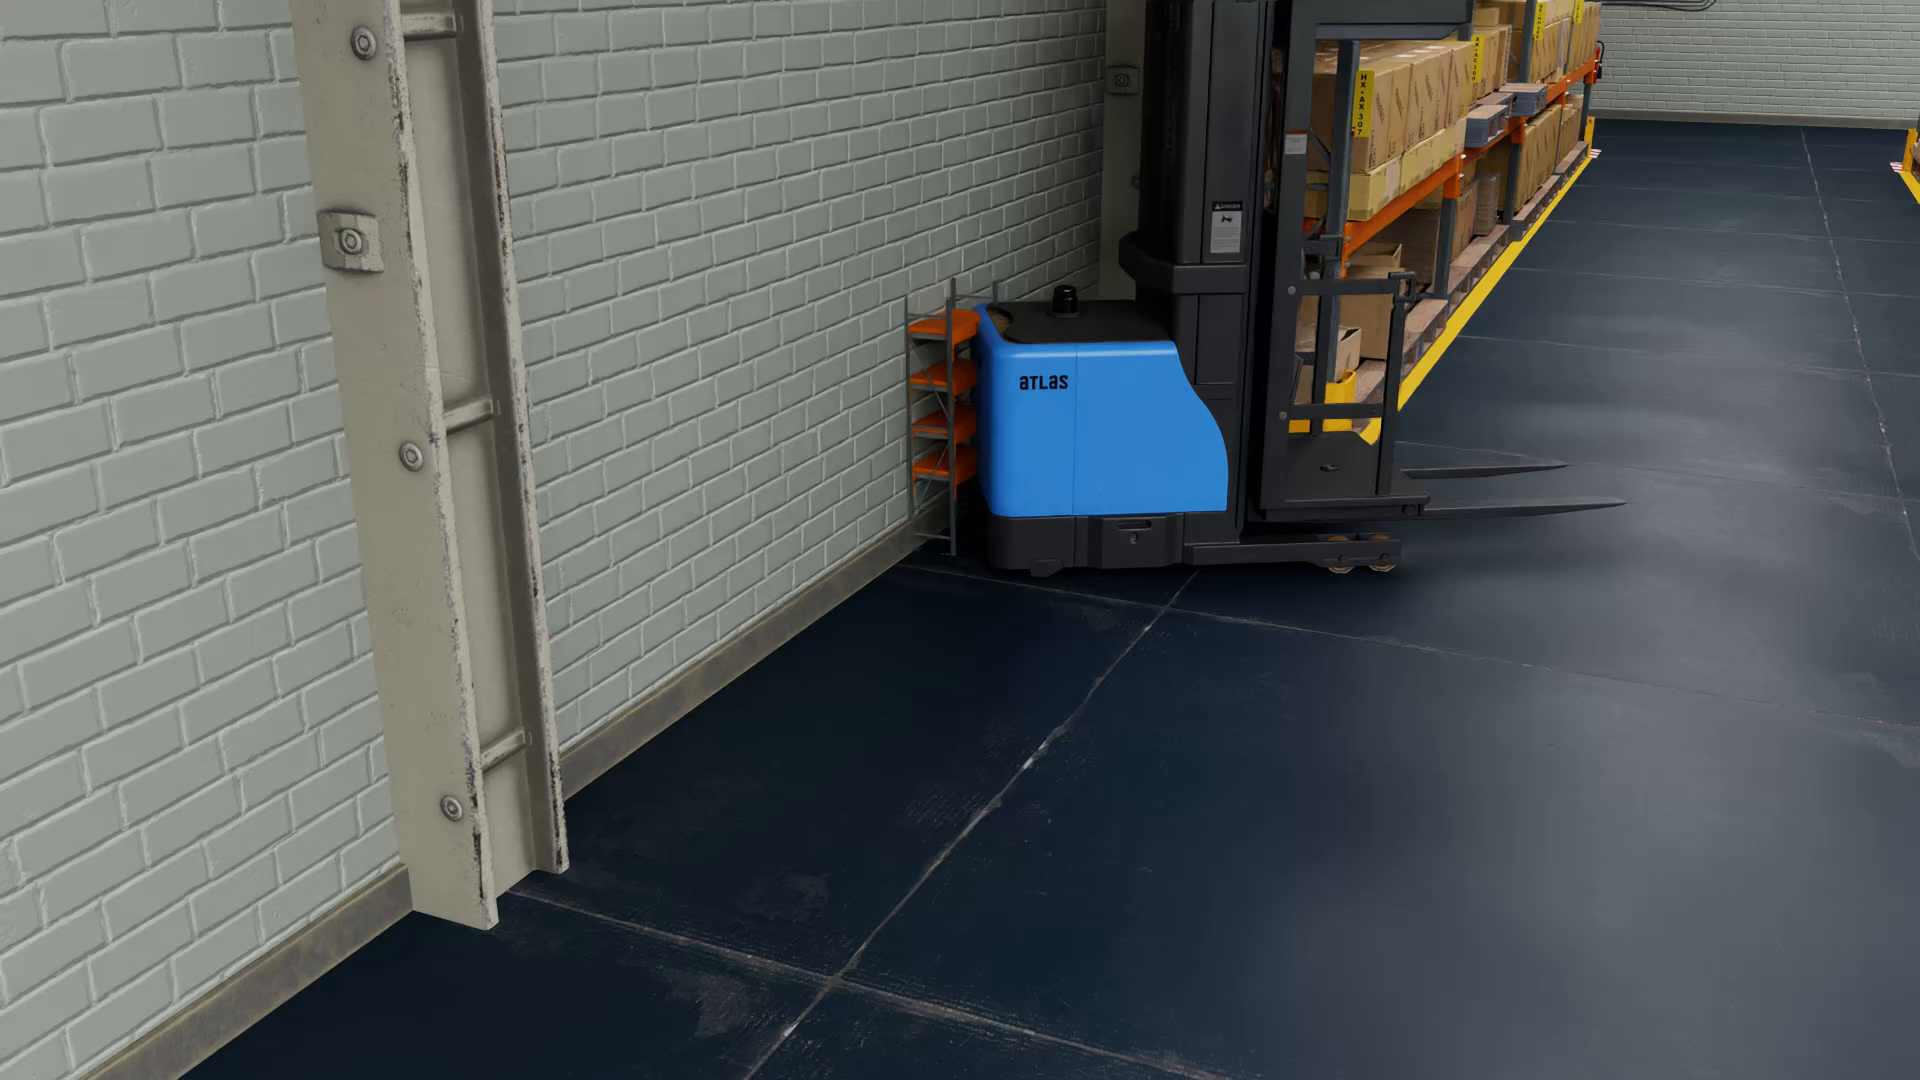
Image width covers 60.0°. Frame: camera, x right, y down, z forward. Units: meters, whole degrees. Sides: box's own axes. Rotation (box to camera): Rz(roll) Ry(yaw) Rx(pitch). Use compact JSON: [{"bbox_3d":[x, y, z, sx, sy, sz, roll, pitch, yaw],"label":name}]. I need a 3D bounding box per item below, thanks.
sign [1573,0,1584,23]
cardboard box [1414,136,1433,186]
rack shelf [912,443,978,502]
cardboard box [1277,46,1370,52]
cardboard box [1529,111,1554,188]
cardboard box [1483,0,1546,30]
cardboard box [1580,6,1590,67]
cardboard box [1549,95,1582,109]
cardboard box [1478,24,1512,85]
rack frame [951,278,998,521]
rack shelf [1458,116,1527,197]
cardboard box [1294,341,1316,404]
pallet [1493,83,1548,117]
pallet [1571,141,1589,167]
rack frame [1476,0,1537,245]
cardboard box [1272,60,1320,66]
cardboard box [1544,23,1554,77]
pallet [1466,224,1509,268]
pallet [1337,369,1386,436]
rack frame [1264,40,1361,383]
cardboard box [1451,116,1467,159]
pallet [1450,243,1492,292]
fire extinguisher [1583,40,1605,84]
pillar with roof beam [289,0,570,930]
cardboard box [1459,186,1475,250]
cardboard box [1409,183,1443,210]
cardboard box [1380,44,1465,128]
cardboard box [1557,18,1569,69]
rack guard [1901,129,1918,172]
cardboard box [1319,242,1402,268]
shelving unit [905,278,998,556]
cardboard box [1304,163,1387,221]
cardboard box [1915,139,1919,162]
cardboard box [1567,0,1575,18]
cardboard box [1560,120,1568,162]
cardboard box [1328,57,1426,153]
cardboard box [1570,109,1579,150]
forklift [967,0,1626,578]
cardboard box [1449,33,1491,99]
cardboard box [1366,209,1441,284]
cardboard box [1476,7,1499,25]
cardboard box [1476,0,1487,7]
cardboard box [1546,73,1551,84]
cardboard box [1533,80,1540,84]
[{"bbox_3d":[6.949,-5.974,18.681,0.100,0.325,0.005,9,21,23],"label":"sign"},{"bbox_3d":[2.648,-2.383,10.388,0.500,0.250,0.500,9,21,23],"label":"cardboard box"},{"bbox_3d":[-0.026,-0.330,7.877,0.258,0.148,0.480,8,21,25],"label":"rack shelf"},{"bbox_3d":[2.366,-2.960,10.889,0.500,0.500,0.500,9,22,24],"label":"cardboard box"},{"bbox_3d":[5.941,-4.234,17.978,0.750,0.750,0.750,9,22,24],"label":"cardboard box"},{"bbox_3d":[5.245,-4.977,15.744,0.500,0.250,0.500,9,22,24],"label":"cardboard box"},{"bbox_3d":[7.280,-6.289,20.727,0.980,0.700,0.700,7,21,20],"label":"cardboard box"},{"bbox_3d":[7.902,-5.716,21.700,0.380,0.149,0.250,9,22,24],"label":"cardboard box"},{"bbox_3d":[4.628,-4.424,15.126,0.700,0.500,0.500,6,20,16],"label":"cardboard box"},{"bbox_3d":[0.077,-0.655,7.997,0.240,1.200,0.015,8,21,25],"label":"rack frame"},{"bbox_3d":[3.993,-3.364,14.026,1.077,0.370,4.000,9,21,23],"label":"rack shelf"},{"bbox_3d":[1.901,-1.009,9.685,0.500,0.311,0.500,6,20,17],"label":"cardboard box"},{"bbox_3d":[4.617,-3.992,15.003,1.213,0.211,1.003,9,21,23],"label":"pallet"},{"bbox_3d":[7.832,-5.191,22.251,1.003,0.211,1.213,9,21,23],"label":"pallet"},{"bbox_3d":[4.812,-4.315,15.624,1.000,3.000,0.127,9,21,23],"label":"rack frame"},{"bbox_3d":[1.750,-2.487,9.560,0.500,0.500,0.500,9,21,23],"label":"cardboard box"},{"bbox_3d":[5.671,-4.935,16.746,0.500,0.500,0.500,8,21,22],"label":"cardboard box"},{"bbox_3d":[4.490,-2.762,15.421,1.003,0.211,1.213,9,21,23],"label":"pallet"},{"bbox_3d":[1.932,-0.822,9.965,1.003,0.211,1.213,9,21,23],"label":"pallet"},{"bbox_3d":[1.536,-1.869,8.748,1.000,3.000,0.127,9,21,23],"label":"rack frame"},{"bbox_3d":[3.256,-2.844,11.684,0.500,0.250,0.500,9,21,23],"label":"cardboard box"},{"bbox_3d":[3.989,-2.391,14.376,1.003,0.211,1.213,9,21,23],"label":"pallet"},{"bbox_3d":[8.570,-6.531,22.528,0.296,0.674,0.183,9,21,23],"label":"fire extinguisher"},{"bbox_3d":[2.504,-2.603,1.860,9.100,9.000,0.400,9,21,23],"label":"pillar with roof beam"},{"bbox_3d":[4.070,-2.820,14.495,0.700,0.500,0.500,8,21,22],"label":"cardboard box"},{"bbox_3d":[3.637,-2.837,13.425,0.500,0.250,0.500,8,21,22],"label":"cardboard box"},{"bbox_3d":[3.063,-3.044,11.125,0.500,0.500,0.500,8,21,22],"label":"cardboard box"},{"bbox_3d":[6.291,-5.401,18.056,0.500,0.500,0.500,9,21,23],"label":"cardboard box"},{"bbox_3d":[12.577,-4.881,20.946,1.175,0.500,0.348,9,21,23],"label":"rack guard"},{"bbox_3d":[2.785,-1.799,11.624,0.500,0.500,0.500,7,21,19],"label":"cardboard box"},{"bbox_3d":[-0.031,-0.582,7.790,0.258,1.200,0.503,8,21,25],"label":"shelving unit"},{"bbox_3d":[2.025,-1.913,9.067,0.500,0.250,0.500,8,21,21],"label":"cardboard box"},{"bbox_3d":[11.922,-4.713,20.192,0.500,0.250,0.500,9,21,23],"label":"cardboard box"},{"bbox_3d":[6.492,-5.910,18.367,0.500,0.250,0.500,9,22,24],"label":"cardboard box"},{"bbox_3d":[7.058,-4.925,20.445,0.700,0.500,0.500,8,21,22],"label":"cardboard box"},{"bbox_3d":[2.434,-2.573,9.801,0.500,0.500,0.500,8,21,21],"label":"cardboard box"},{"bbox_3d":[7.687,-5.400,21.779,0.700,0.500,0.500,8,21,23],"label":"cardboard box"},{"bbox_3d":[1.585,-1.404,7.542,3.031,2.935,1.130,-2,20,-6],"label":"forklift"},{"bbox_3d":[3.890,-3.873,13.576,0.700,0.500,0.500,12,23,30],"label":"cardboard box"},{"bbox_3d":[3.460,-2.349,13.170,0.700,0.500,0.500,9,22,25],"label":"cardboard box"},{"bbox_3d":[4.698,-4.765,15.117,0.380,0.149,0.250,6,20,16],"label":"cardboard box"},{"bbox_3d":[4.761,-5.039,15.919,0.500,0.250,0.500,9,22,24],"label":"cardboard box"},{"bbox_3d":[6.125,-4.978,17.836,0.380,0.149,0.250,9,21,23],"label":"cardboard box"},{"bbox_3d":[5.455,-4.420,16.266,0.380,0.149,0.250,9,22,24],"label":"cardboard box"}]
